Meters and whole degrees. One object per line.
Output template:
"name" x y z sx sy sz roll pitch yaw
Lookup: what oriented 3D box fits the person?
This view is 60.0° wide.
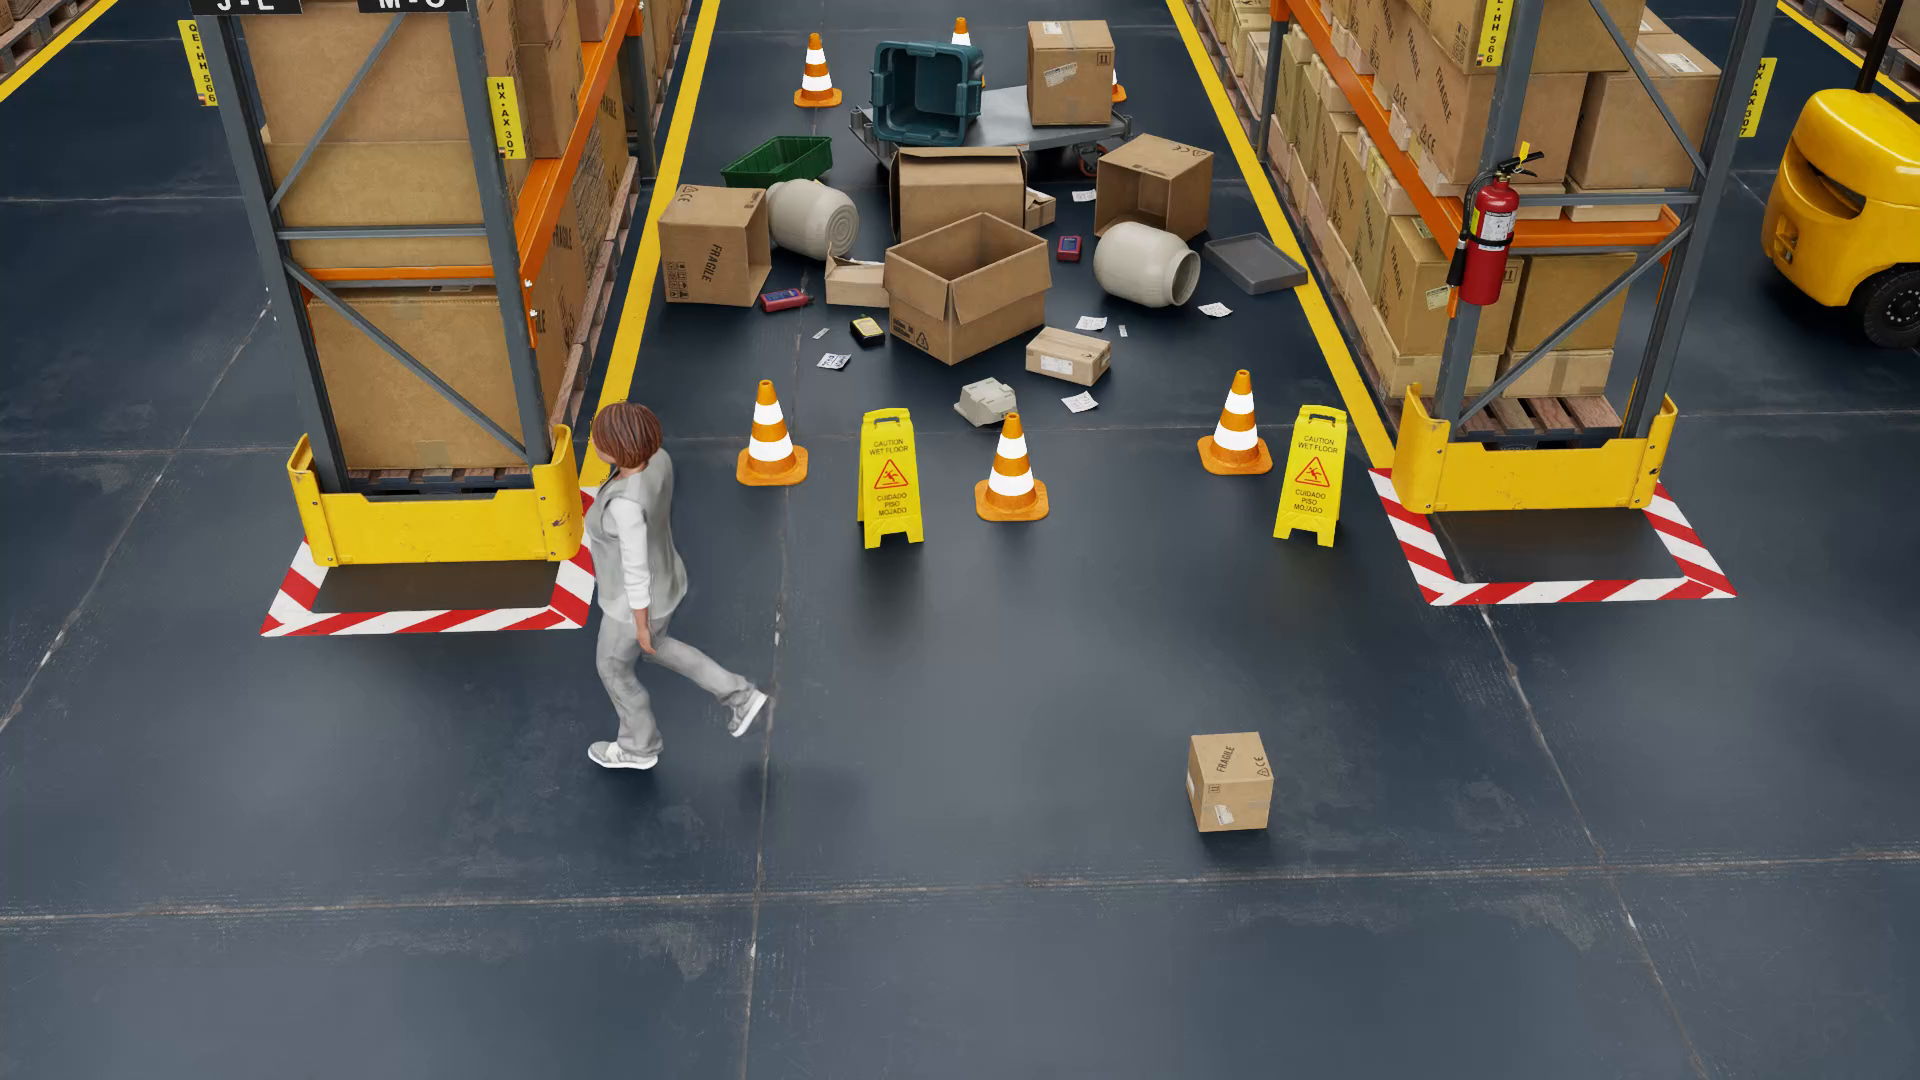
"person" -1.066 0.195 5.851 0.683 1.577 0.415 6 36 8
